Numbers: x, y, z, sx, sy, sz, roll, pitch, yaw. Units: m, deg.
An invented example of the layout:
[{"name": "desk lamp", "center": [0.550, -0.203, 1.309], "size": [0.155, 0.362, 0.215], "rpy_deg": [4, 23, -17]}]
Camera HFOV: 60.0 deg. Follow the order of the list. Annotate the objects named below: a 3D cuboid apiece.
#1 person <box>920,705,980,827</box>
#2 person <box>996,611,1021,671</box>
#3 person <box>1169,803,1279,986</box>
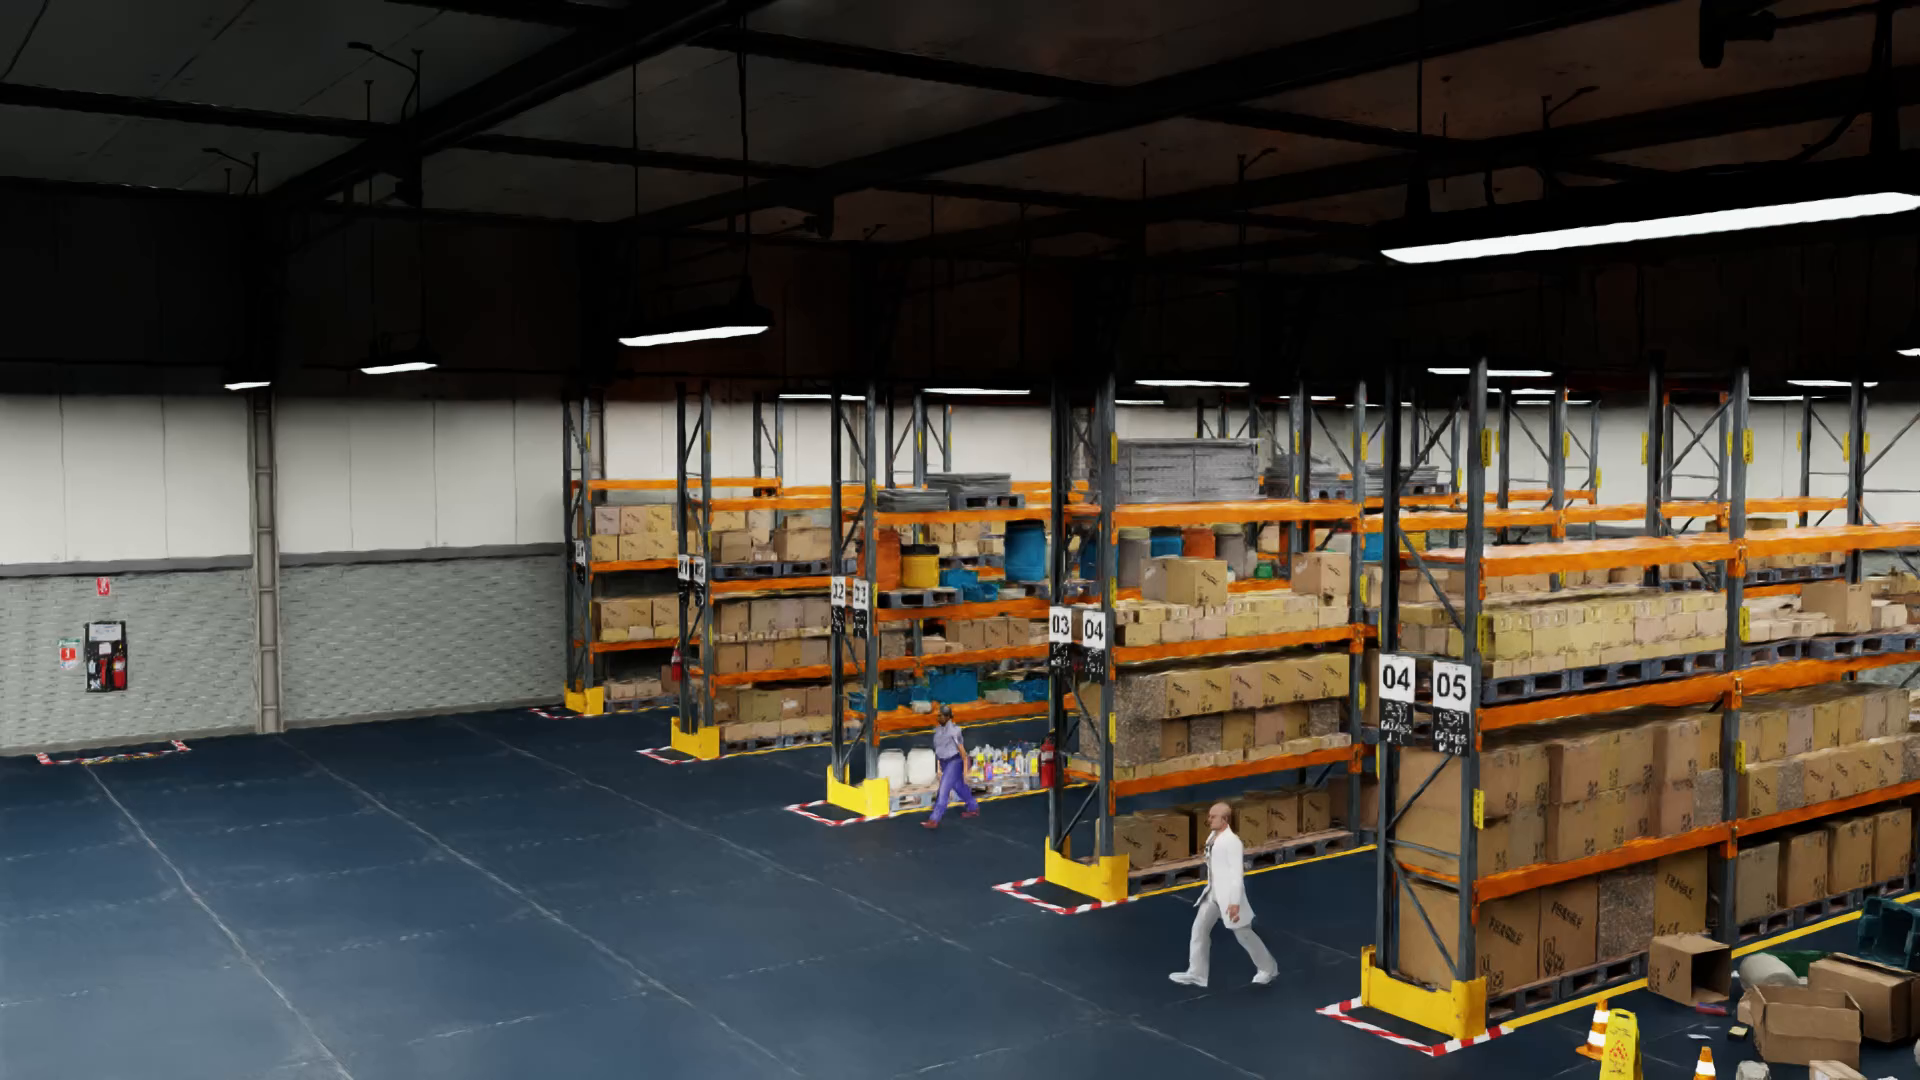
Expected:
[{"name": "person", "center": [-0.156, 2.955, 21.997], "size": [1.090, 1.567, 0.479], "rpy_deg": [-2, 4, -32]}, {"name": "person", "center": [0.880, 2.204, 32.823], "size": [1.126, 1.675, 0.542], "rpy_deg": [-2, 4, -33]}, {"name": "person", "center": [2.504, 3.302, 15.457], "size": [1.017, 1.734, 0.608], "rpy_deg": [-1, 4, -19]}]
